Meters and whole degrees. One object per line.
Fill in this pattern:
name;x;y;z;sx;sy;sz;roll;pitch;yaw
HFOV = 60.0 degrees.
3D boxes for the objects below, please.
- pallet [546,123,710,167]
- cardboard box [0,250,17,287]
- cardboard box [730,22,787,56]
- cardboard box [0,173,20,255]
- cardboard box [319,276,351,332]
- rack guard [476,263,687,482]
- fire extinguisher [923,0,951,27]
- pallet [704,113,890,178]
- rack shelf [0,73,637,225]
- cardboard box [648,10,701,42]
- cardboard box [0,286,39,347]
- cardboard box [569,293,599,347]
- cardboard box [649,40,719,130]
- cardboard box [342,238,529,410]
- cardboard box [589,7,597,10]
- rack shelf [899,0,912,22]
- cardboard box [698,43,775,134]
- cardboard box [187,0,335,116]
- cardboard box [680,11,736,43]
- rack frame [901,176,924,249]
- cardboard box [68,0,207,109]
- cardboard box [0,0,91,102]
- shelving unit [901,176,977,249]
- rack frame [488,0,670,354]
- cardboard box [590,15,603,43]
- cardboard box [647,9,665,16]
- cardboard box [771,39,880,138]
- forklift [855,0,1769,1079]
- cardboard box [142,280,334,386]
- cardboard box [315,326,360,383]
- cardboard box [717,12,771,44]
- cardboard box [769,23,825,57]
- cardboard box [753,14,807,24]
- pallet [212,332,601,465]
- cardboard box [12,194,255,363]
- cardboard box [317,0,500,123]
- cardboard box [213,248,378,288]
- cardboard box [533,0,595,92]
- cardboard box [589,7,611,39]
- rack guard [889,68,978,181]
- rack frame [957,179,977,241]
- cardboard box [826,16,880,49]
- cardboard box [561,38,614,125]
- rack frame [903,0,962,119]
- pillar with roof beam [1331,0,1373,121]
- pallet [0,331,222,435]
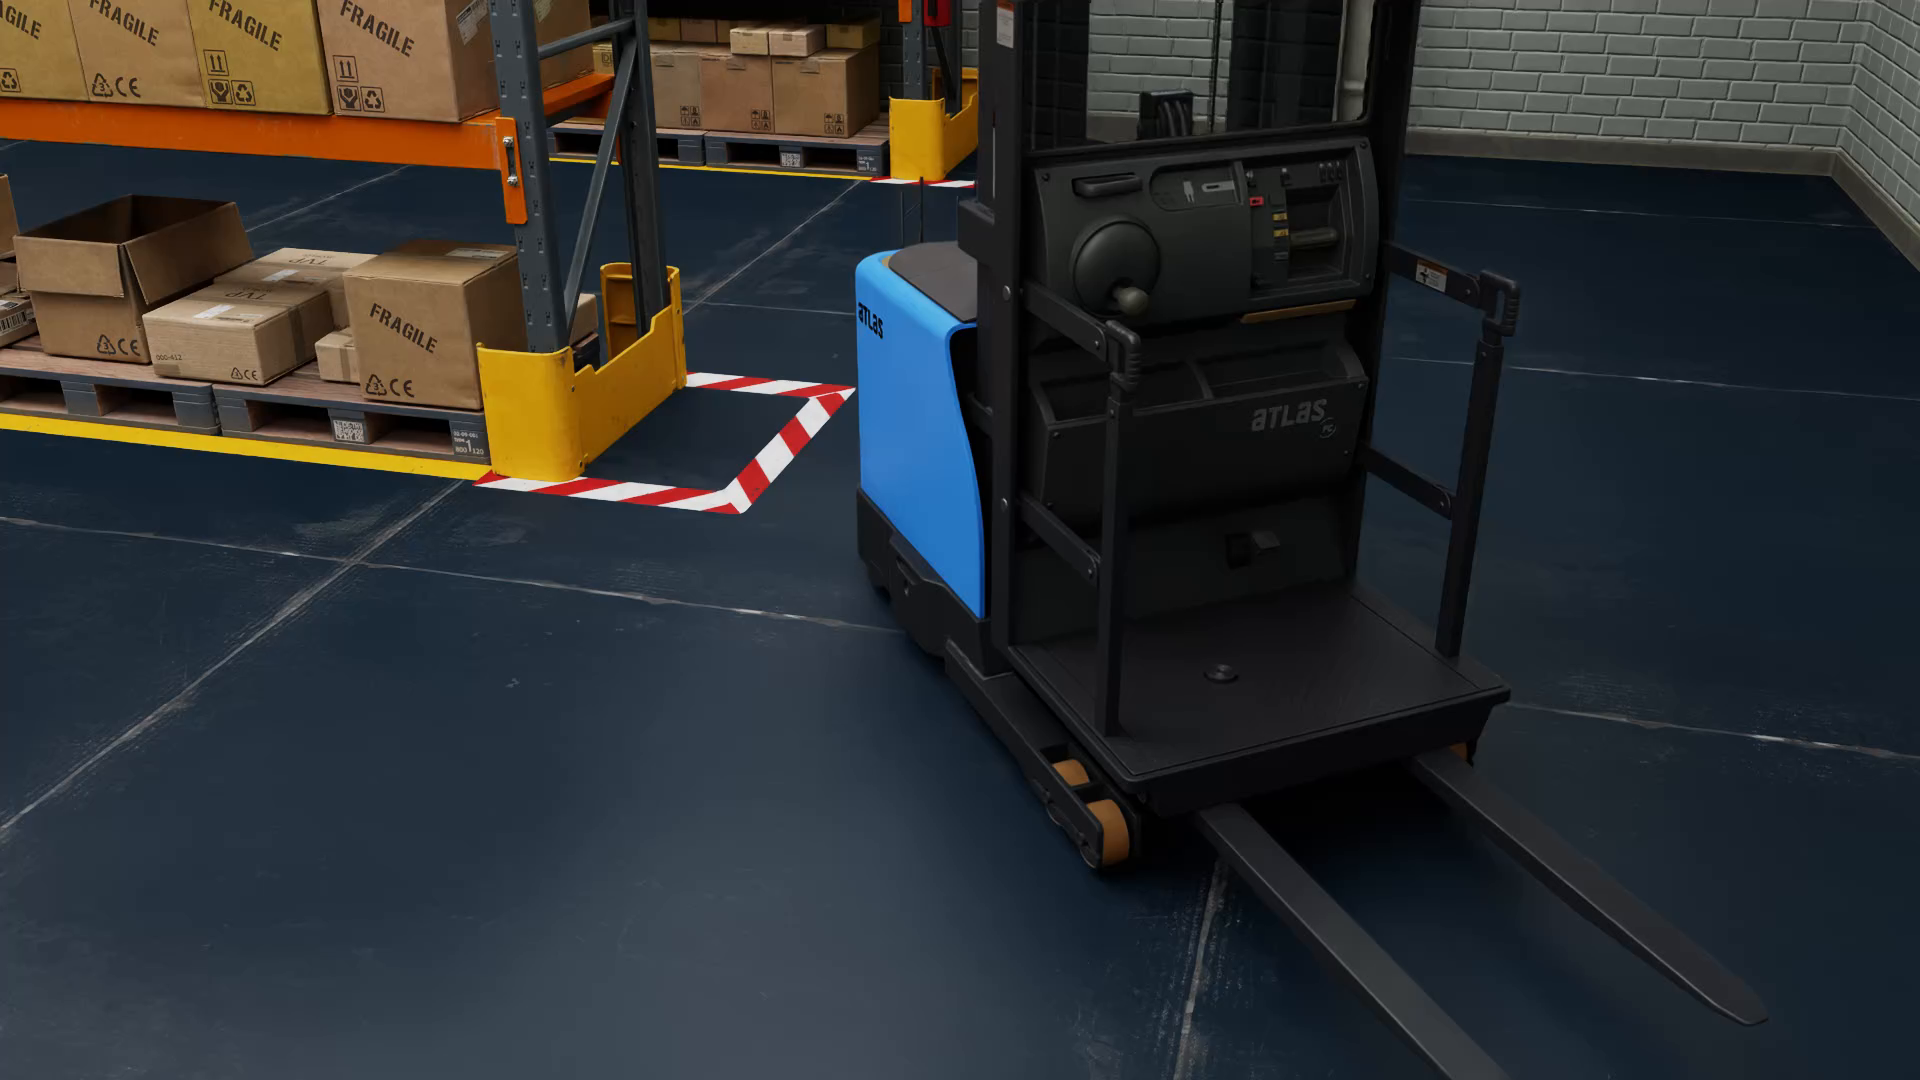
pallet;-2.141;-2.804;11.395;1.213;0.211;1.003;6;26;13
cardboard box;-3.925;-1.206;7.410;0.500;0.311;0.500;6;26;13
cardboard box;-1.290;-3.231;10.712;0.250;0.149;0.380;7;26;14
cardboard box;-4.651;-1.372;7.538;0.500;0.500;0.500;6;26;13
cardboard box;-2.340;-1.003;7.055;0.500;0.250;0.500;6;26;13
rack guard;-1.473;-0.696;6.630;0.348;0.500;1.175;6;26;13
fire extinguisher;-0.139;-3.467;10.068;0.183;0.674;0.296;6;26;13
pallet;-0.964;-2.673;11.119;1.213;0.211;1.003;6;26;13
rack shelf;-3.337;-1.706;6.680;4.000;0.370;1.077;6;26;13
cardboard box;-1.930;-3.471;11.216;0.250;0.149;0.380;7;26;14
cardboard box;-4.081;-0.941;7.020;0.250;0.166;0.380;6;26;13
cardboard box;-1.720;-0.916;6.989;0.250;0.149;0.380;6;26;13
cardboard box;-1.844;-3.080;11.150;0.500;0.500;0.700;5;26;11
cardboard box;-1.988;-0.842;6.425;0.500;0.500;0.500;6;26;13
cardboard box;-2.670;-3.553;11.388;0.250;0.149;0.380;5;26;11
rack shelf;-2.107;-3.768;11.013;4.000;0.370;1.077;6;26;13
cardboard box;-1.357;-3.027;11.038;0.500;0.500;0.700;6;26;13
cardboard box;-2.405;-1.850;6.030;0.500;0.500;0.500;7;26;13
cardboard box;-1.681;-3.444;11.159;0.250;0.149;0.380;7;26;14
rack frame;-0.154;-0.608;5.632;0.006;1.200;0.240;7;26;13
cardboard box;-2.886;-1.906;6.147;0.500;0.500;0.500;7;26;13
cardboard box;-3.374;-1.960;6.261;0.500;0.500;0.500;6;26;12
shelving unit;-0.066;-0.598;5.611;0.189;1.200;0.258;7;26;13
rack frame;-1.400;-1.816;6.076;0.127;3.000;1.000;6;26;13
cardboard box;-2.553;-3.370;11.004;0.250;0.149;0.380;6;26;12
cardboard box;-2.175;-3.498;11.273;0.250;0.149;0.380;6;26;12
cardboard box;-0.873;-2.973;10.925;0.500;0.500;0.700;6;26;13
forklift;0.699;-0.730;3.873;1.130;2.935;3.031;-10;27;-20
cardboard box;-2.900;-0.843;6.719;0.500;0.250;0.500;6;26;13
cardboard box;-2.358;-0.772;6.667;0.250;0.166;0.380;6;26;13
cardboard box;-1.435;-3.417;11.102;0.250;0.149;0.380;7;26;13
cardboard box;-1.042;-3.204;10.655;0.250;0.149;0.380;6;26;12
cardboard box;-1.192;-3.390;11.046;0.250;0.149;0.380;6;26;13
pallet;-2.246;-0.650;6.871;1.213;0.211;1.003;6;26;13
cardboard box;-3.453;-1.117;6.999;0.637;0.503;0.797;6;26;13
cardboard box;-1.901;-1.796;5.917;0.500;0.500;0.500;7;26;15
cardboard box;-2.824;-1.057;7.167;0.500;0.250;0.500;6;26;13
cardboard box;-1.764;-2.019;6.384;0.500;0.500;0.500;7;26;14
cardboard box;-2.425;-3.526;11.331;0.250;0.149;0.380;7;26;14
rack guard;-0.146;-2.748;10.940;0.348;0.500;1.175;6;26;13
rack frame;0.023;-0.588;5.589;0.006;1.200;0.240;7;26;13
cardboard box;-0.702;-3.336;10.933;0.250;0.149;0.380;6;26;13
cardboard box;-2.363;-3.134;11.264;0.500;0.500;0.700;7;26;14
rack frame;-0.170;-3.879;10.408;0.127;3.000;1.000;6;26;13
pillar with roof beam;1.589;-4.867;5.503;0.400;9.000;9.100;6;26;13
pallet;-3.424;-0.782;7.147;1.213;0.211;1.003;6;26;13
